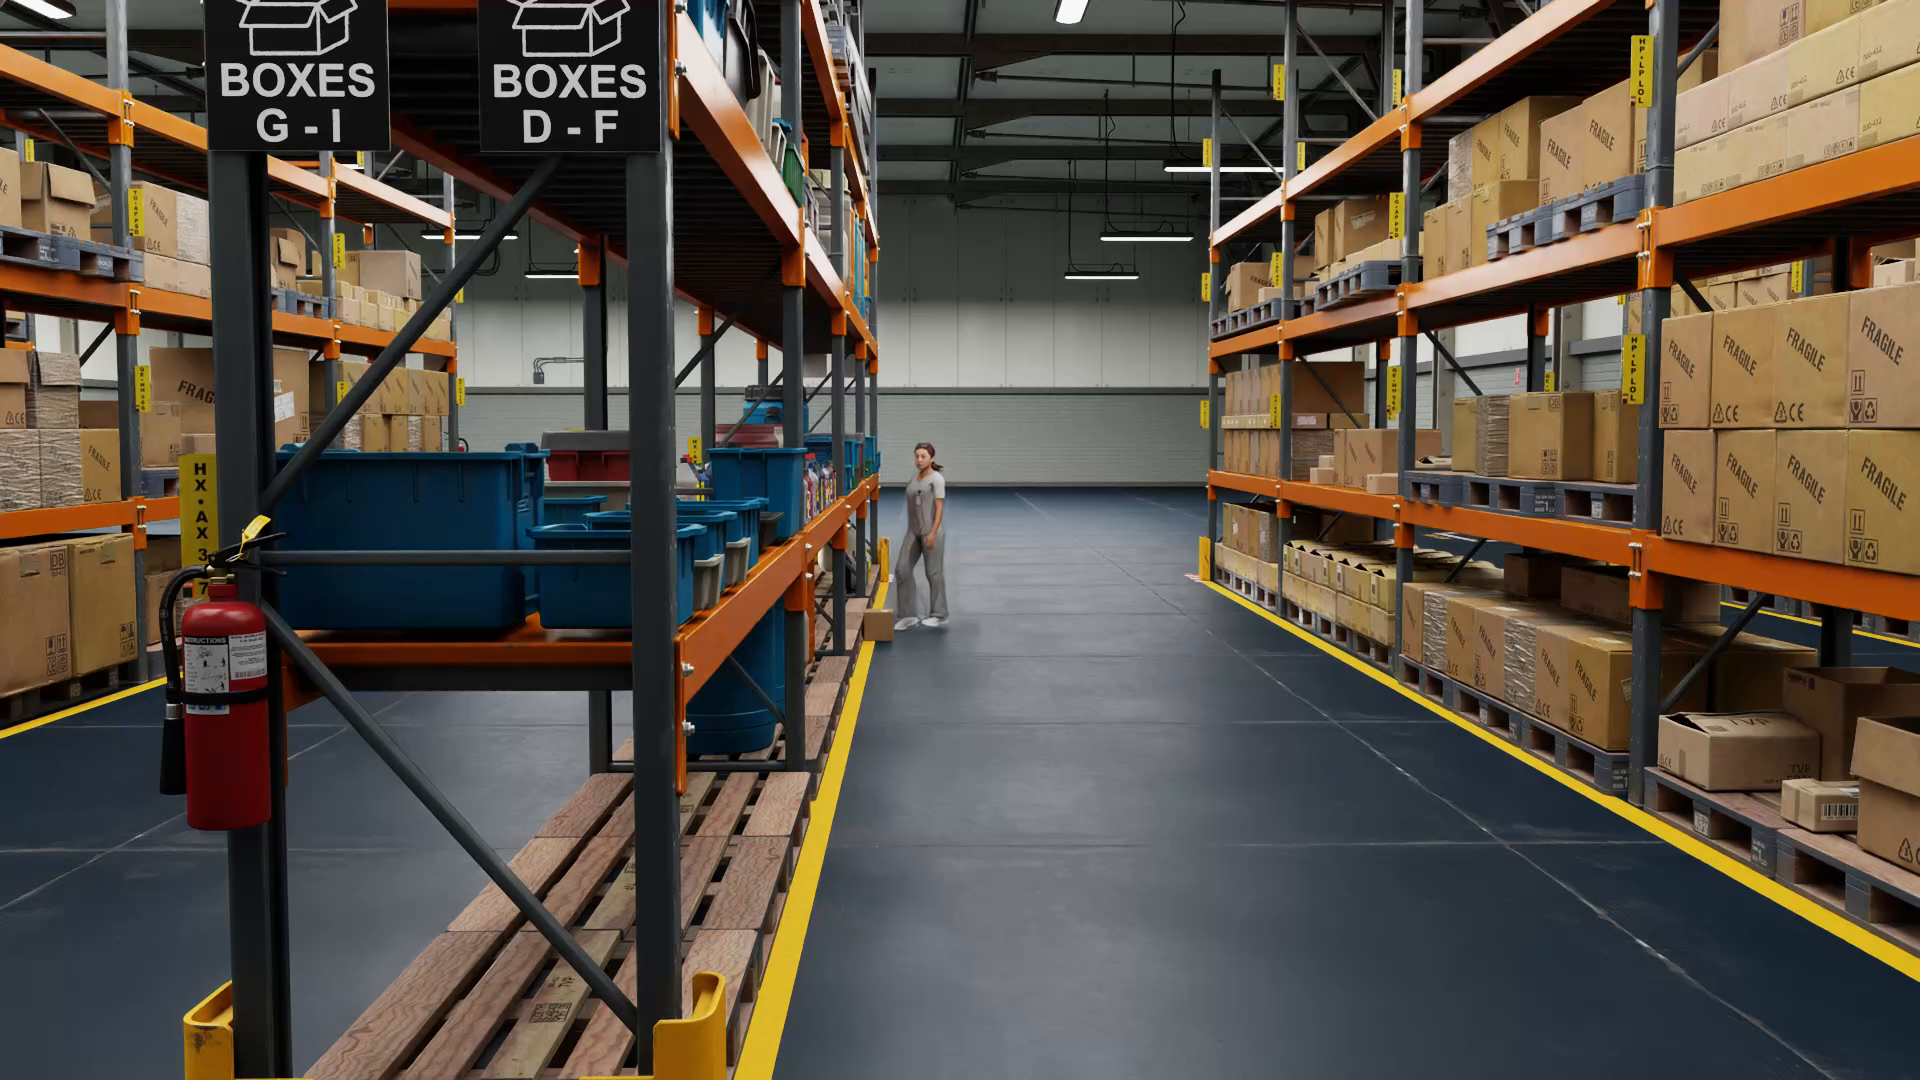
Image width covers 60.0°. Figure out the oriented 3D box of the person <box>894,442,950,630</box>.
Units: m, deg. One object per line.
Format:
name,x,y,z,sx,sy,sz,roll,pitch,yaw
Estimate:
person,-0.328,-0.013,14.929,0.489,1.726,0.557,4,5,43
